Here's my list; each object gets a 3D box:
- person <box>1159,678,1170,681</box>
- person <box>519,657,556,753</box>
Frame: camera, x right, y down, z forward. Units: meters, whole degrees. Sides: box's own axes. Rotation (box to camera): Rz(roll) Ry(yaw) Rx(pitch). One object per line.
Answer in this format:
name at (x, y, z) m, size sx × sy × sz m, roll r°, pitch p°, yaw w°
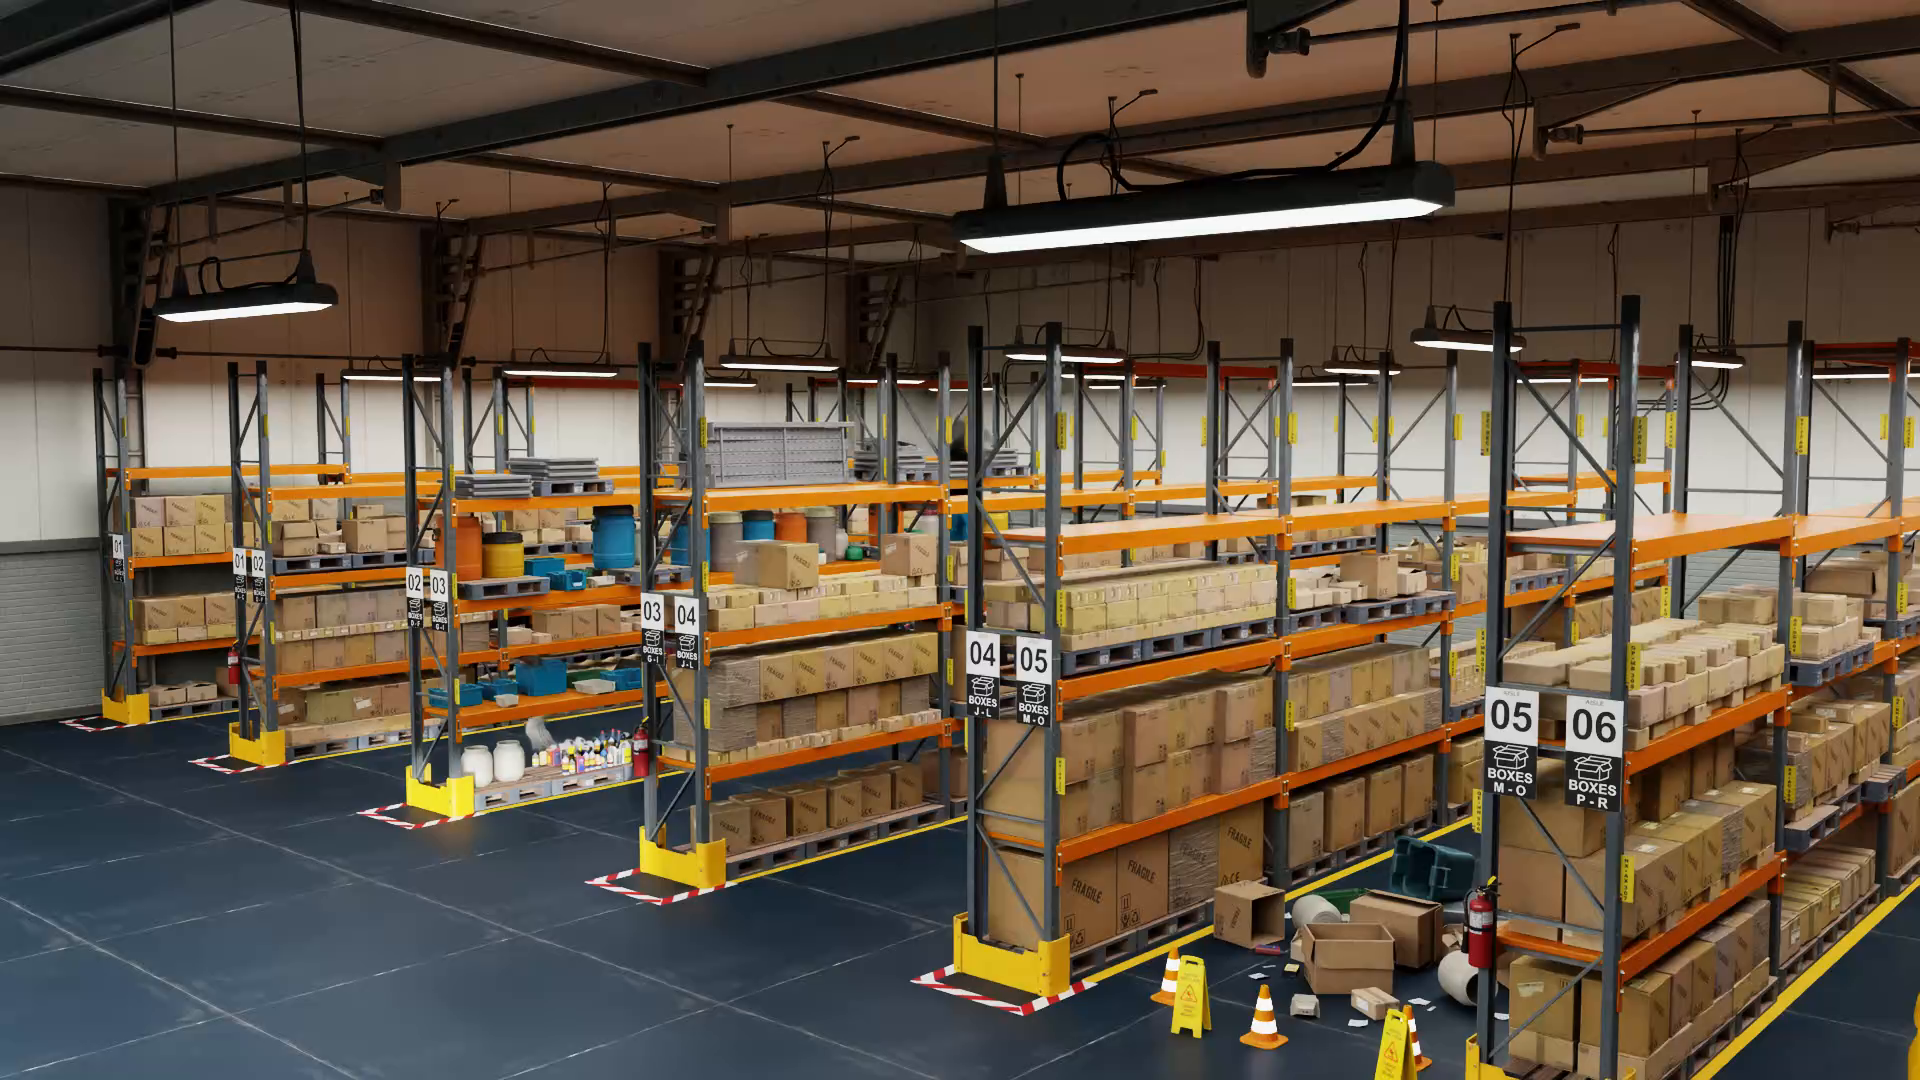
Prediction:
person at (3.086, 2.646, 23.040) m, size 1.102 × 1.595 × 0.715 m, roll -3°, pitch 5°, yaw -39°
person at (-6.348, 2.537, 24.904) m, size 0.565 × 1.592 × 0.909 m, roll 3°, pitch 5°, yaw 34°
